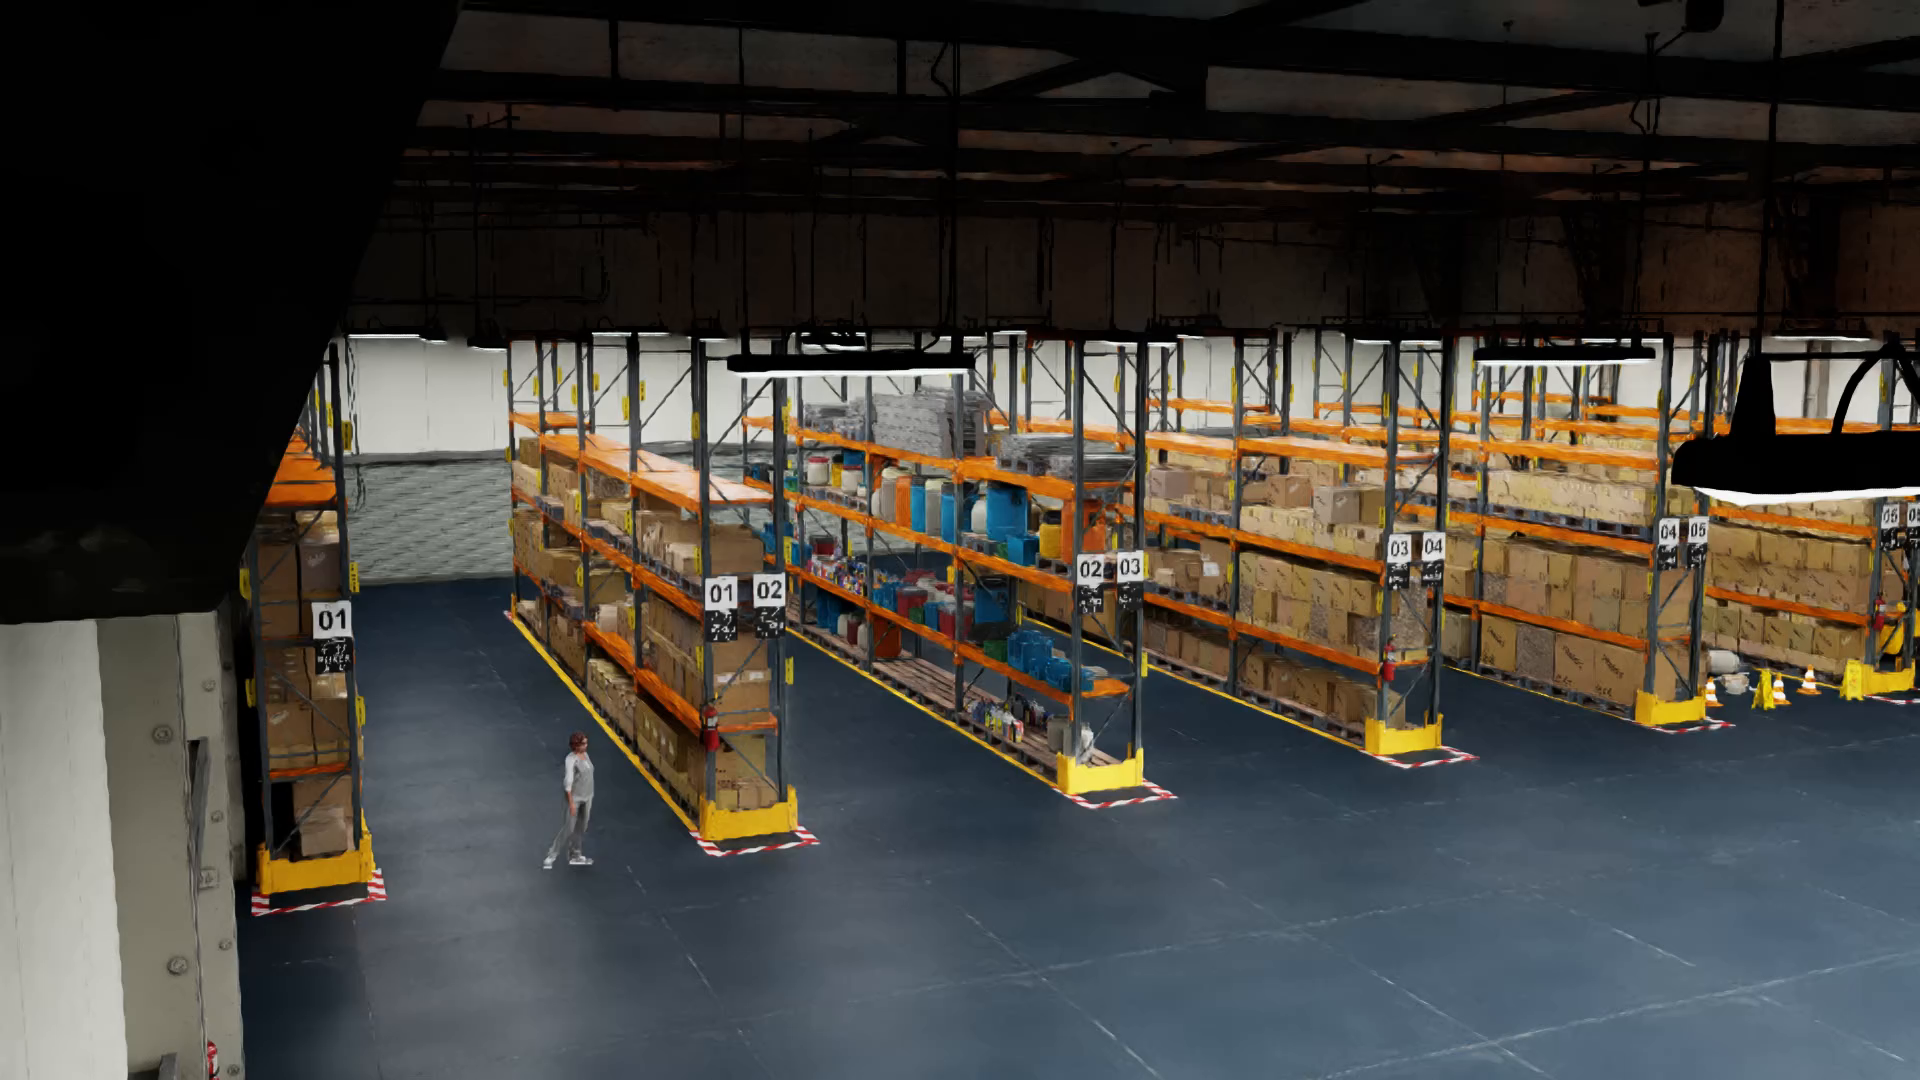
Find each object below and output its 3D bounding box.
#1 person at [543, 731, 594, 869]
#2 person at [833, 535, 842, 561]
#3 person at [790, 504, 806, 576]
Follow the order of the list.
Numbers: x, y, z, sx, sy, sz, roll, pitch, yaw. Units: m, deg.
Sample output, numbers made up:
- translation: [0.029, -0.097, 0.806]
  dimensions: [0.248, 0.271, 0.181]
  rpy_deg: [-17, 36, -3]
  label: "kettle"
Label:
- translation: [-4.476, 2.977, 18.982]
  dimensions: [0.472, 1.586, 0.600]
  rpy_deg: [3, 8, 22]
  label: "person"
- translation: [-2.744, 0.663, 35.890]
  dimensions: [0.481, 1.565, 1.091]
  rpy_deg: [-4, 9, -25]
  label: "person"
- translation: [-3.845, -0.008, 40.019]
  dimensions: [0.568, 1.780, 0.722]
  rpy_deg: [2, 8, 17]
  label: "person"
